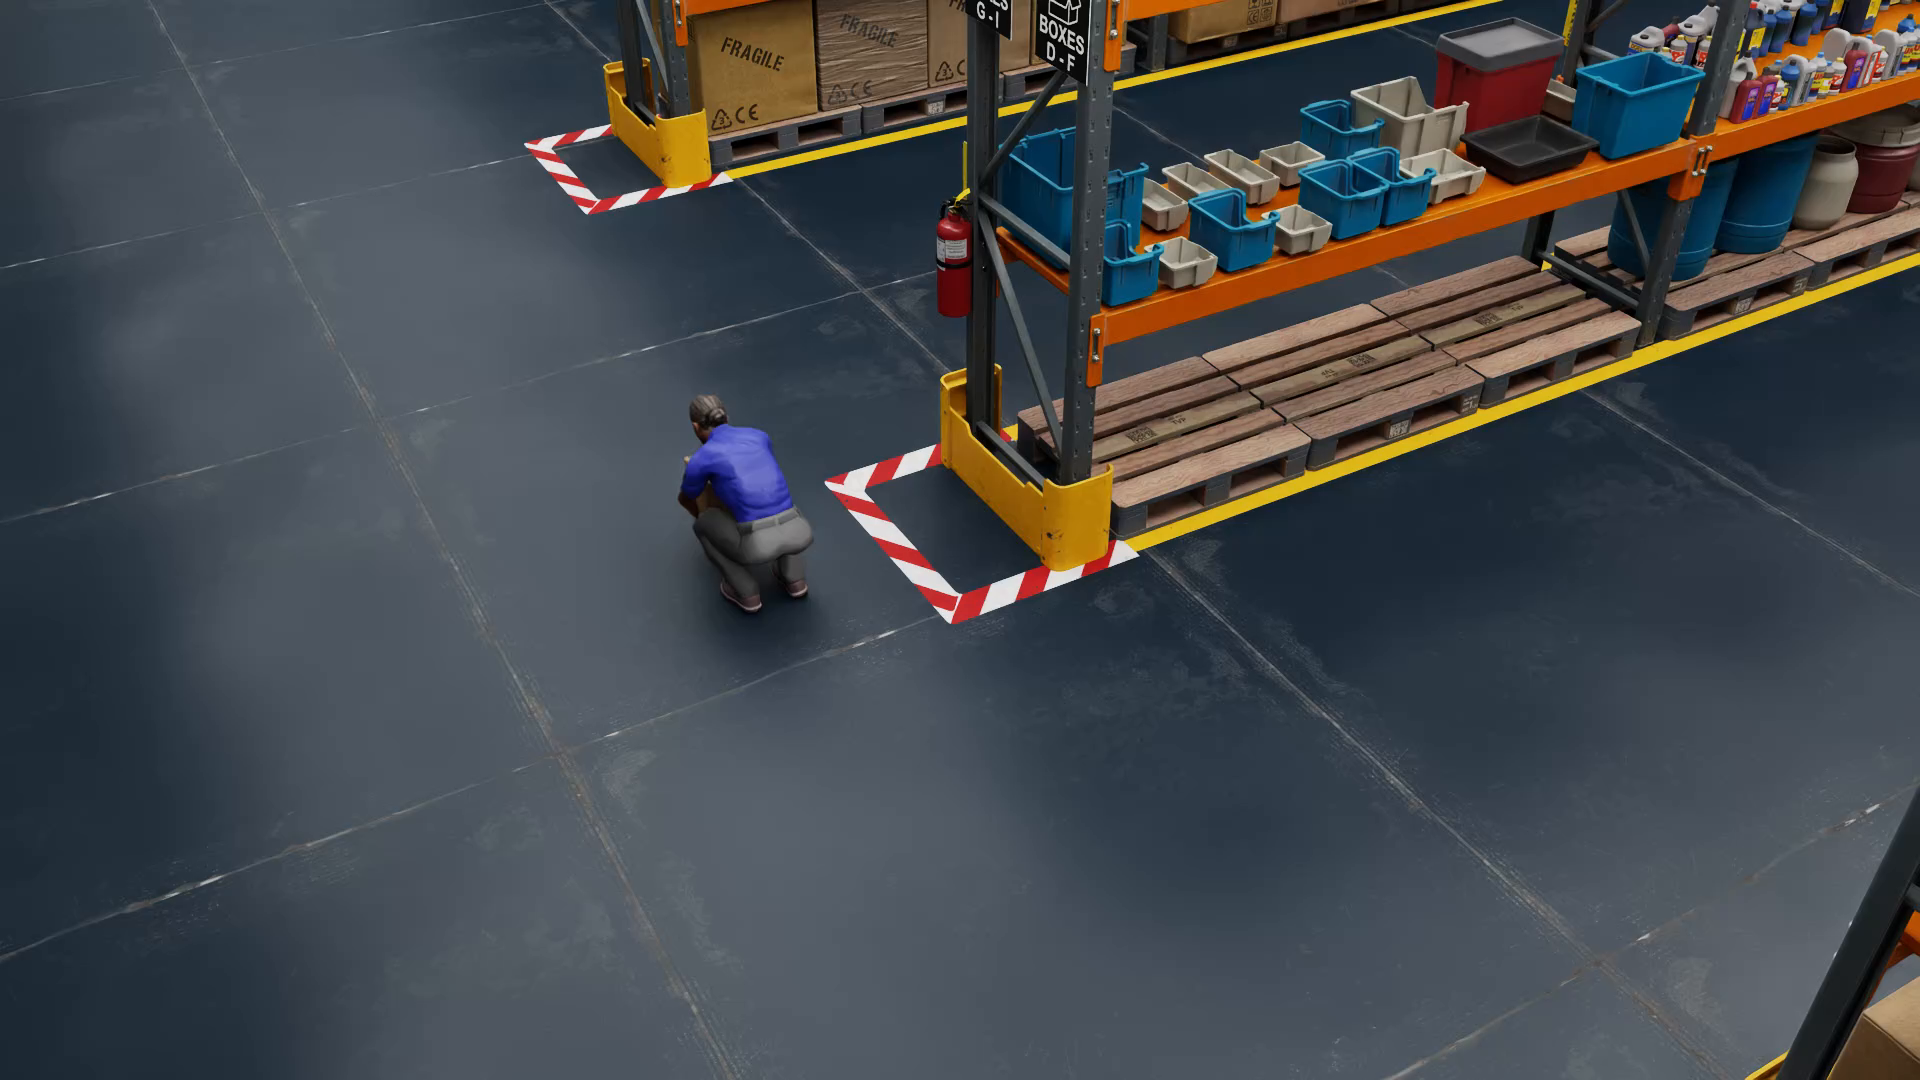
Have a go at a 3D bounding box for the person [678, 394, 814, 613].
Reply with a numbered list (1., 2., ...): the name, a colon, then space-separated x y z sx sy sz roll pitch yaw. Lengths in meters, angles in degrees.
1. person: -1.024 -0.189 7.807 0.499 0.916 0.827 -19 41 -24
